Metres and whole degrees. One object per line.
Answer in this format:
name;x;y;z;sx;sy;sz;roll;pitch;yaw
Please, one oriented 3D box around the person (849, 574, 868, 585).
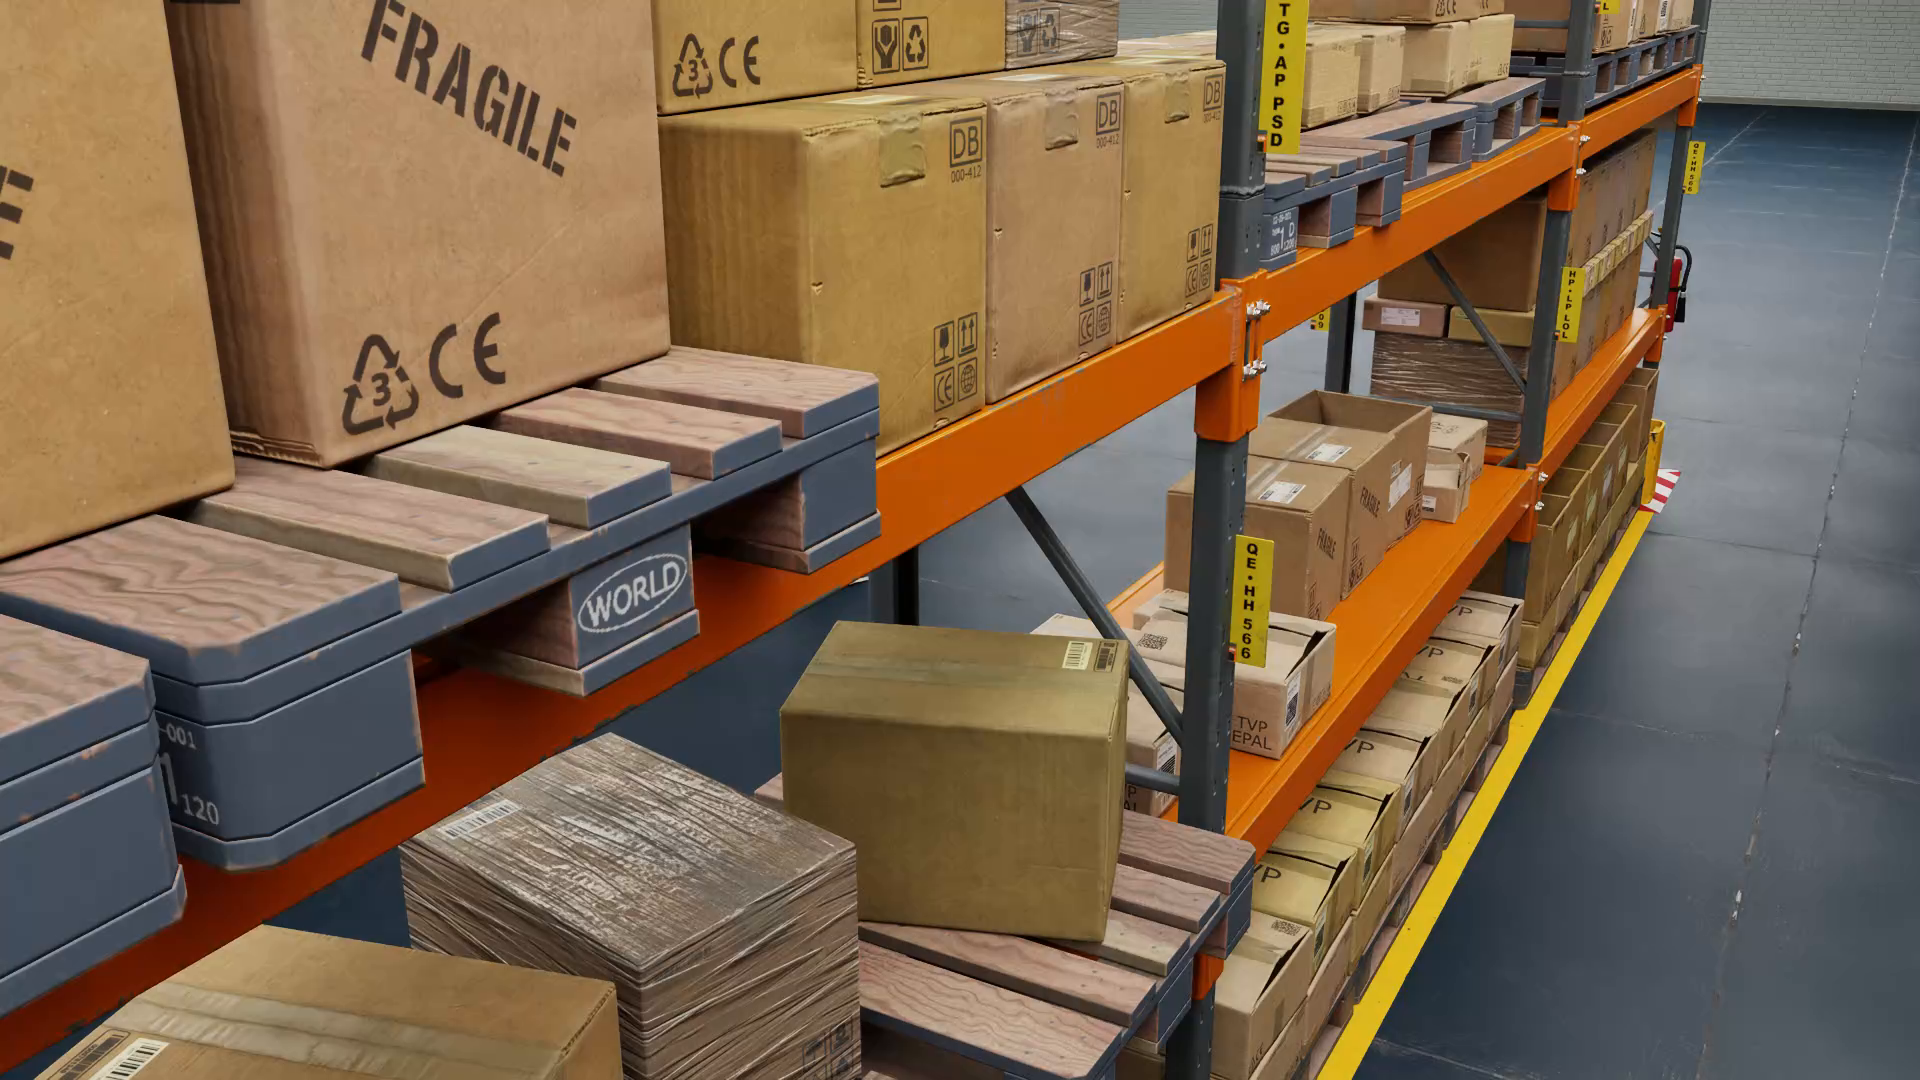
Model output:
person;-0.775;-0.525;9.551;0.484;1.592;0.346;9;22;24
